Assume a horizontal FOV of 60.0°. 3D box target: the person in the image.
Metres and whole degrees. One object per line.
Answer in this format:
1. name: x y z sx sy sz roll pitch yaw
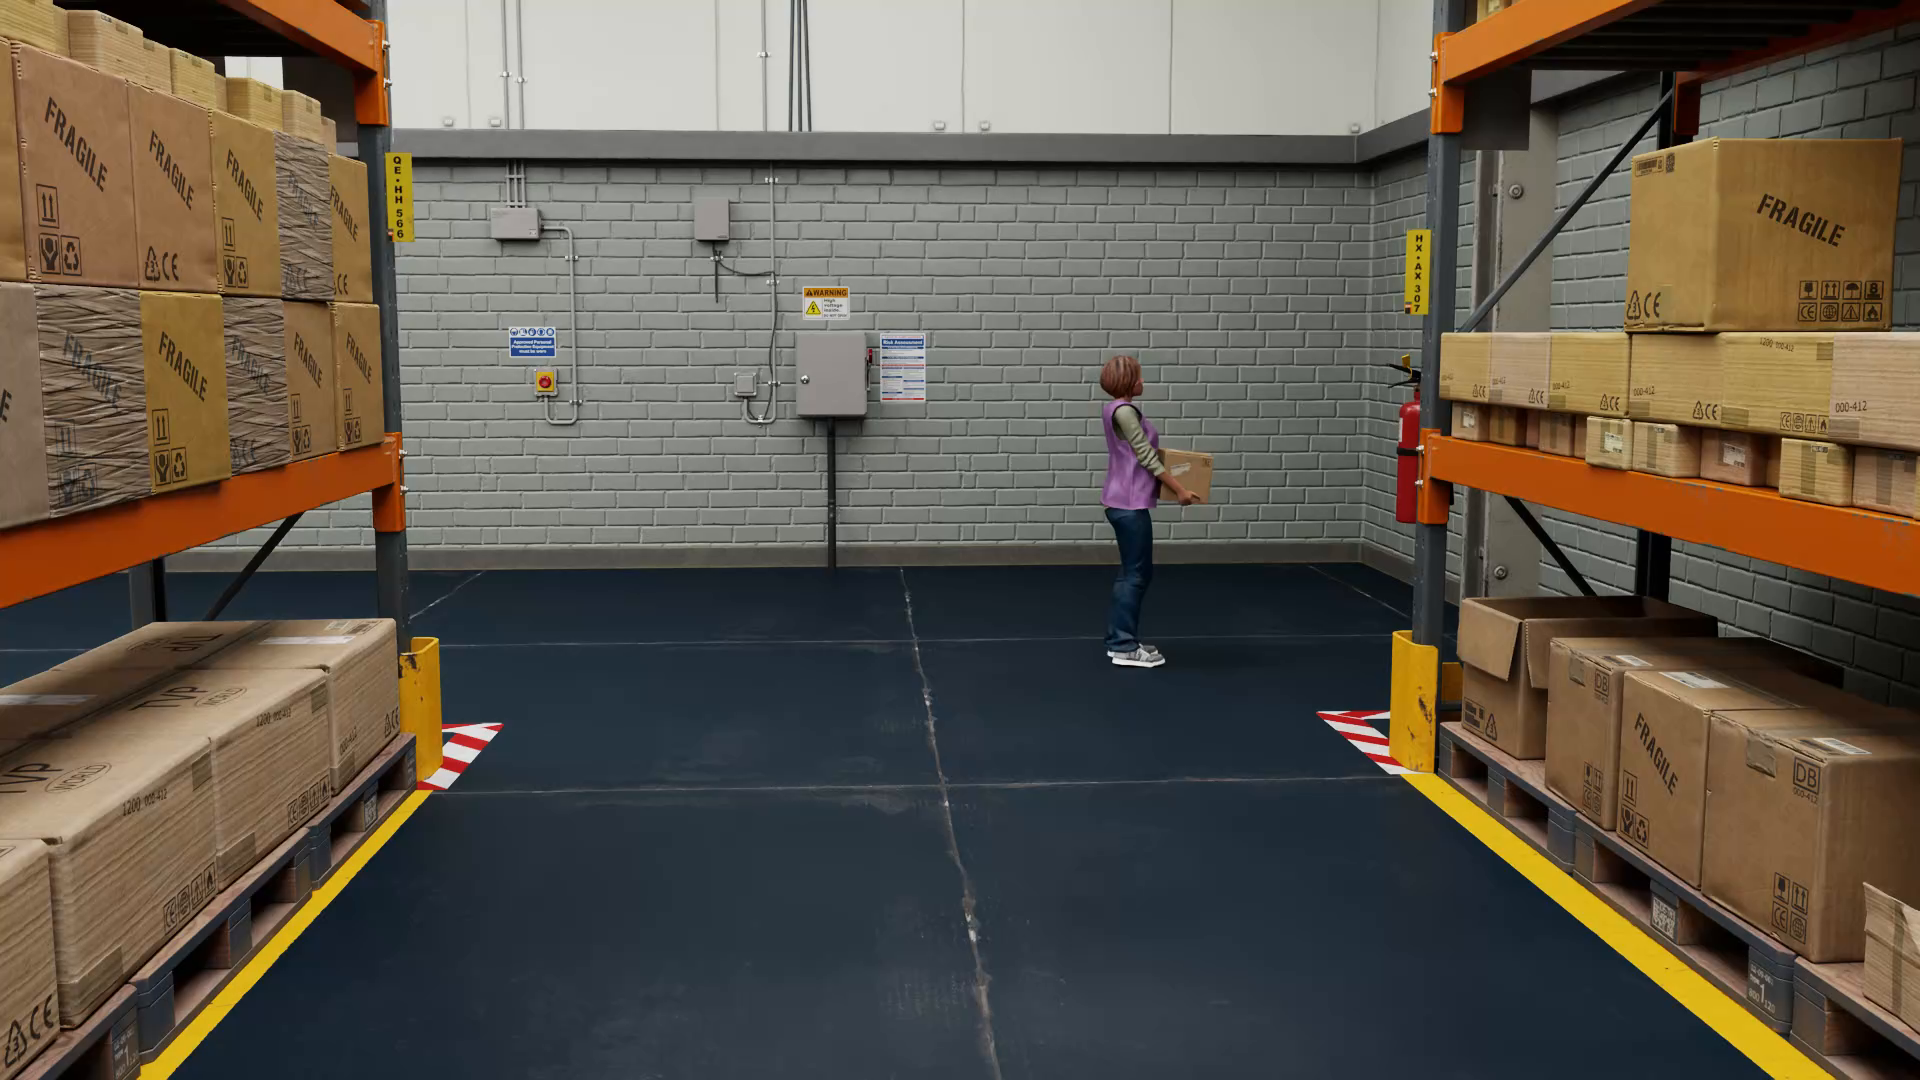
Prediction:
1. person: 0.964 -0.147 8.567 0.498 1.575 0.405 0 7 -3
